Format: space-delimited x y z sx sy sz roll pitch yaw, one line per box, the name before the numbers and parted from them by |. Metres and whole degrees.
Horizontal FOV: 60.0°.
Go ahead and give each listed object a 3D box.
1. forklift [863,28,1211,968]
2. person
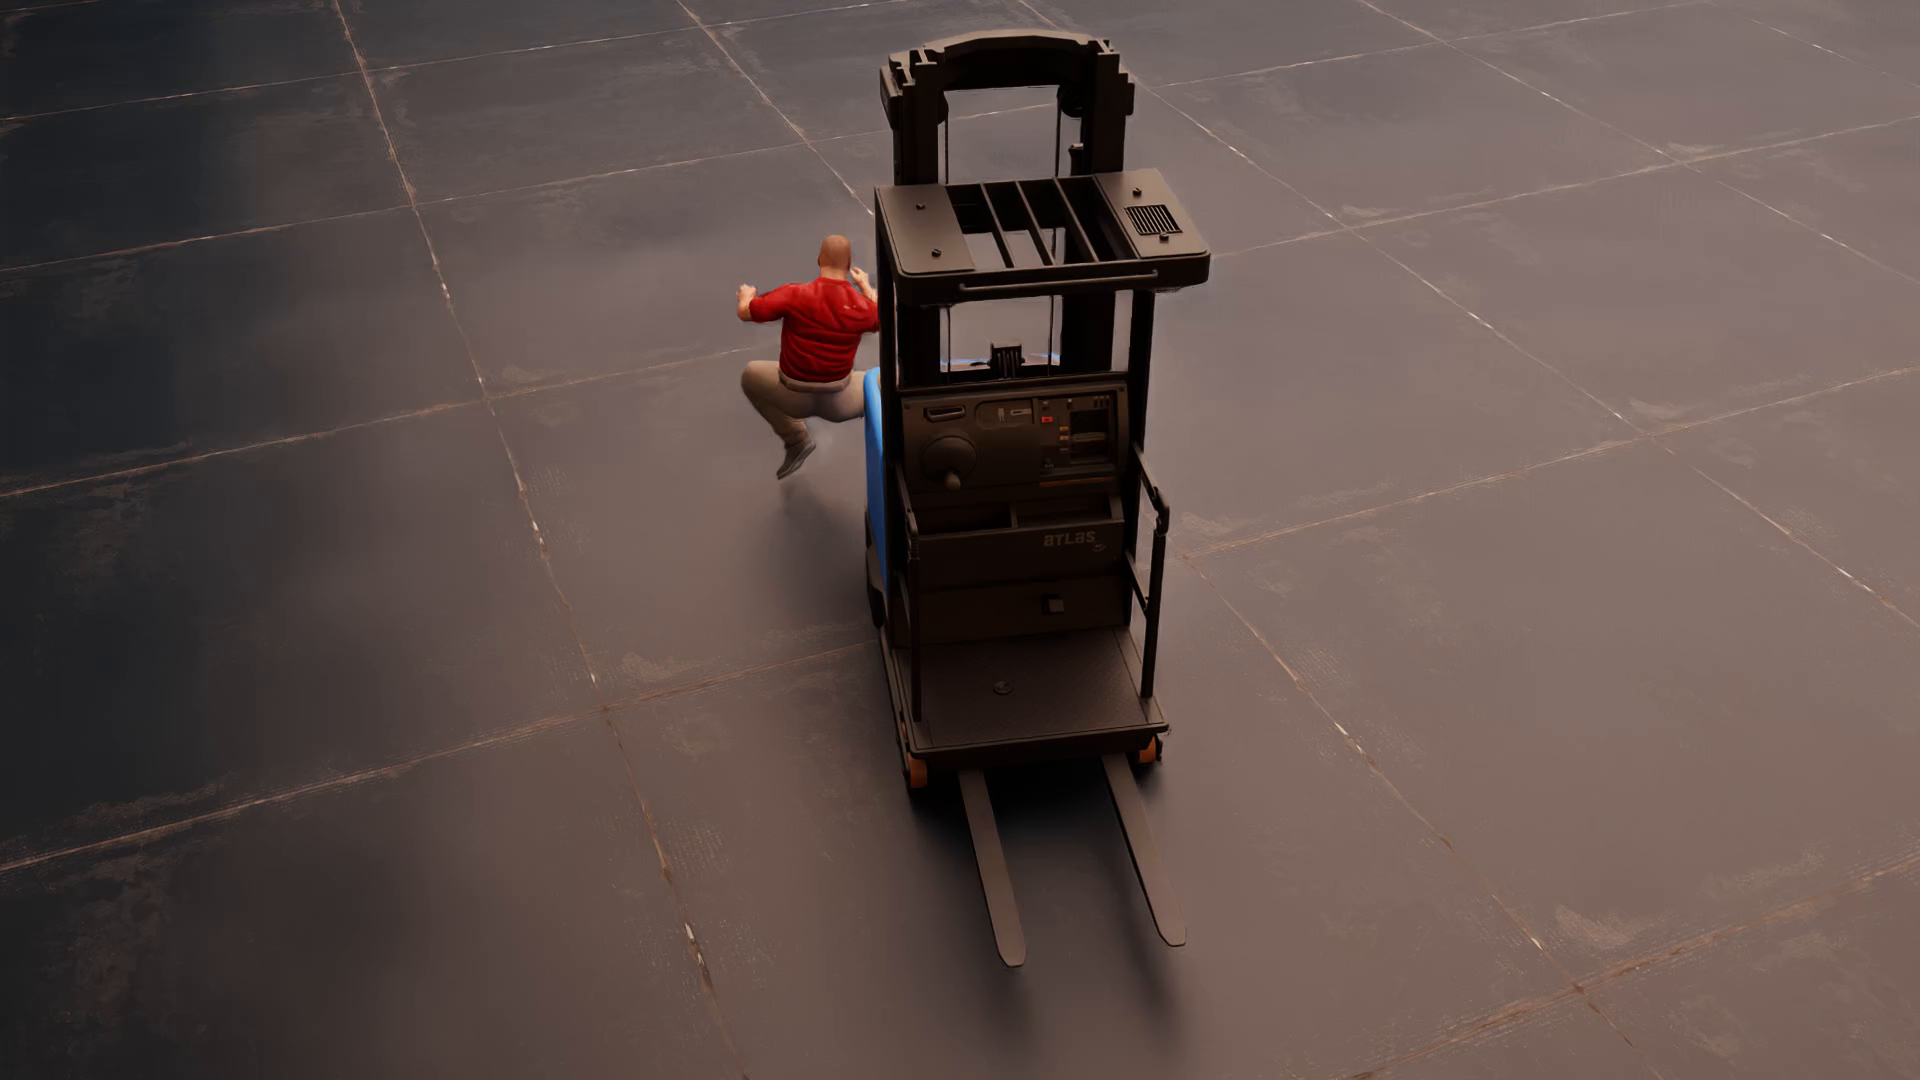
forklift | 0.264 -0.354 6.597 1.130 2.935 3.031 -5 36 -7
person | -0.706 -0.964 8.703 0.916 1.474 0.785 -2 35 -3
